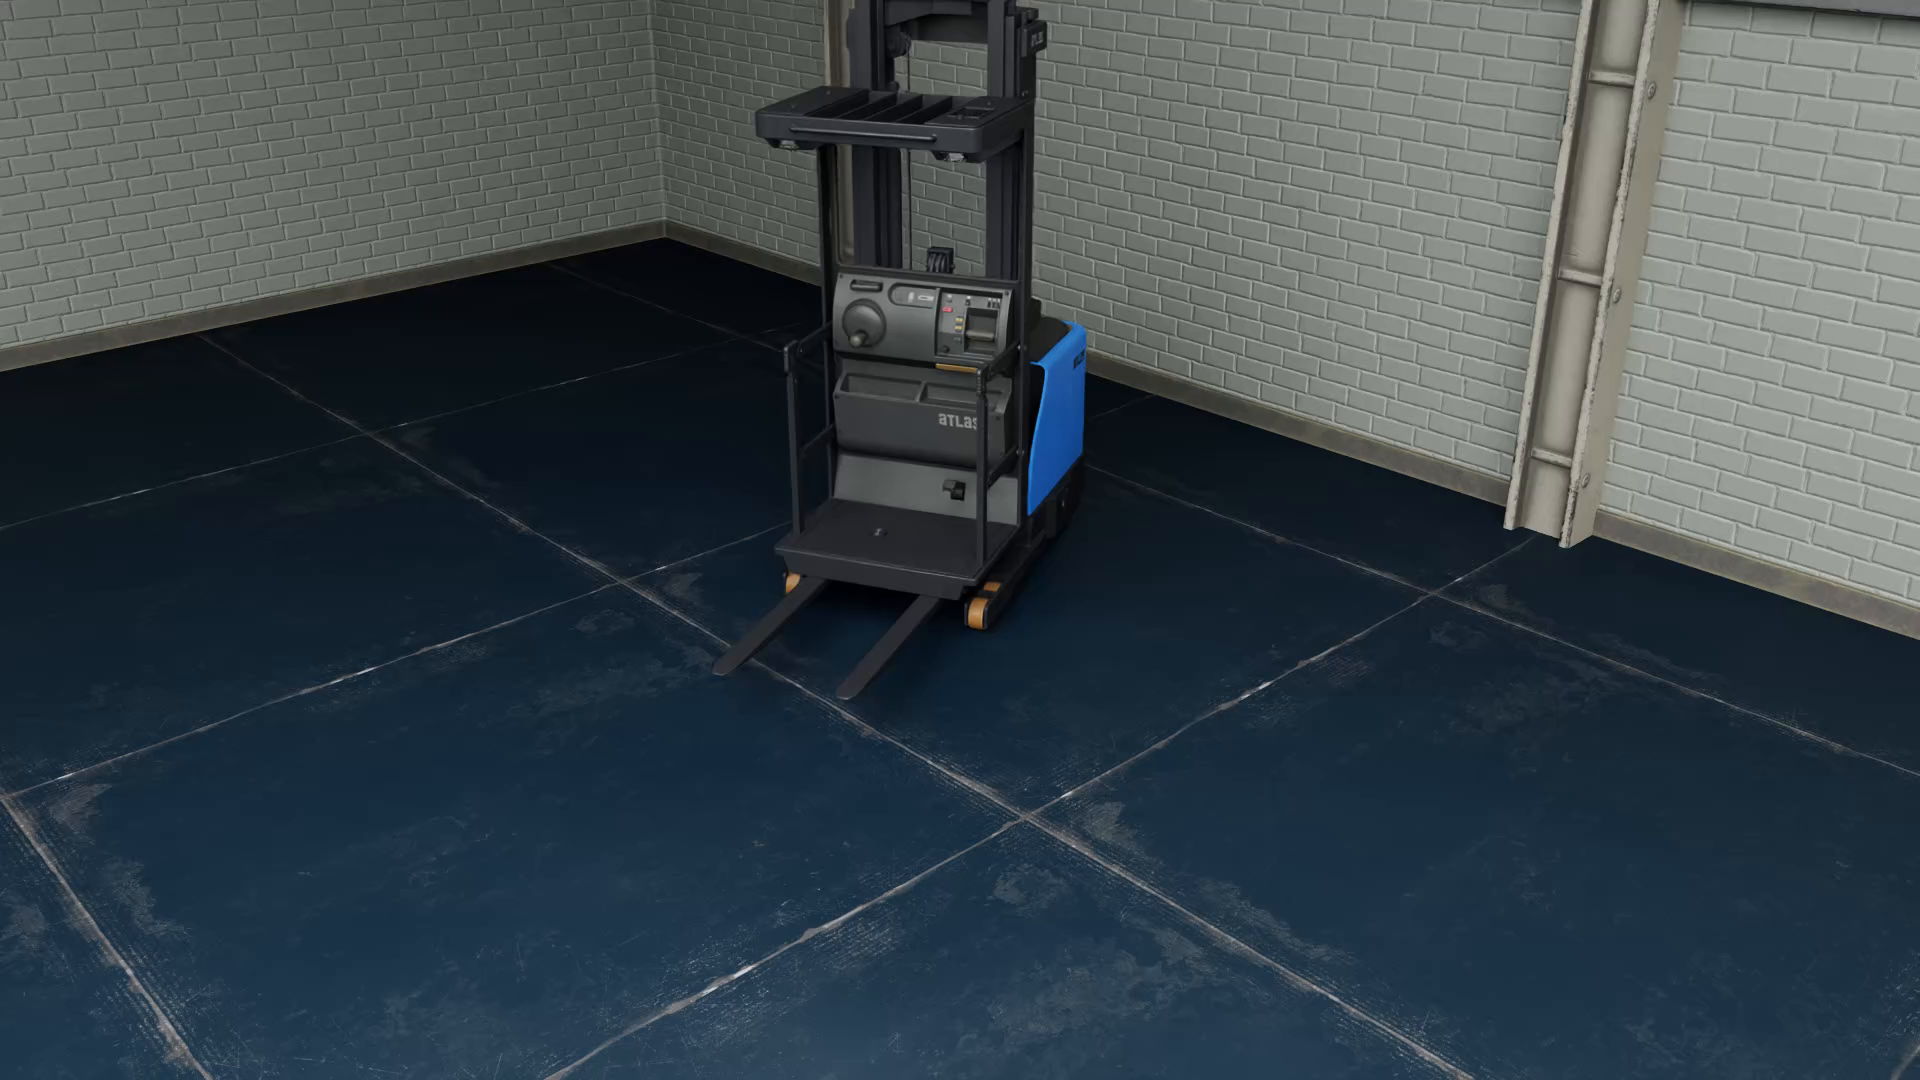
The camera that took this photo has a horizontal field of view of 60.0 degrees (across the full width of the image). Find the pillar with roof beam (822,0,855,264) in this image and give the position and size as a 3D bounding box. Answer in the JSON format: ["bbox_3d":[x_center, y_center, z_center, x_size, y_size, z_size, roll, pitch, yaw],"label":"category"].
[{"bbox_3d":[-3.926,-4.747,8.813,9.100,9.000,0.400,-21,32,-38],"label":"pillar with roof beam"}]

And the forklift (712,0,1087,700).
[{"bbox_3d":[-0.265,-1.077,8.080,1.130,2.935,3.031,9,26,19],"label":"forklift"}]

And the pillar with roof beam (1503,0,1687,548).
[{"bbox_3d":[0.175,-2.929,4.828,9.100,9.000,0.400,-21,32,-38],"label":"pillar with roof beam"}]
